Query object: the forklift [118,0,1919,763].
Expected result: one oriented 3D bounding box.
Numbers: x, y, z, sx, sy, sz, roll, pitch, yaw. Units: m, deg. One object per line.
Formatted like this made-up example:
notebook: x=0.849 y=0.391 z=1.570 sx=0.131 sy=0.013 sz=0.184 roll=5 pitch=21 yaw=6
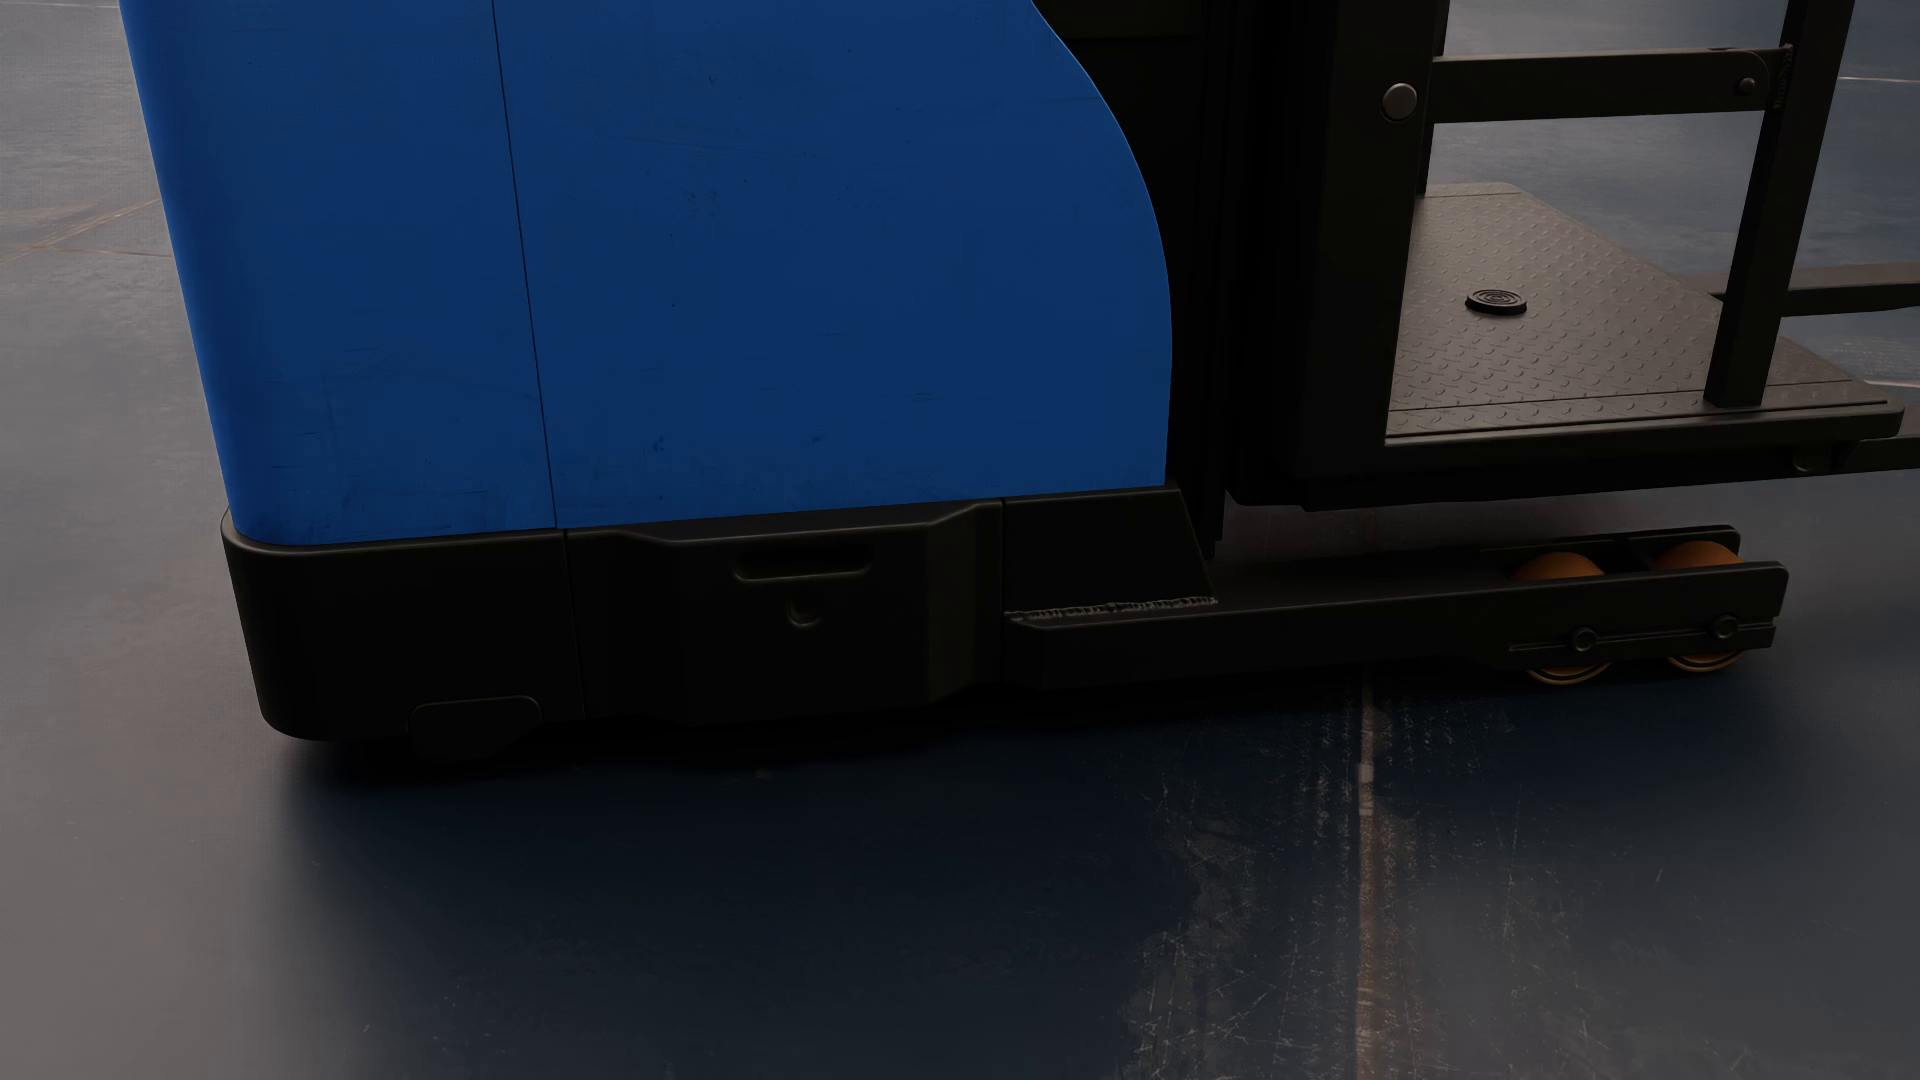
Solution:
forklift: x=0.600 y=-1.354 z=1.930 sx=3.031 sy=2.935 sz=1.130 roll=-4 pitch=27 yaw=-9
